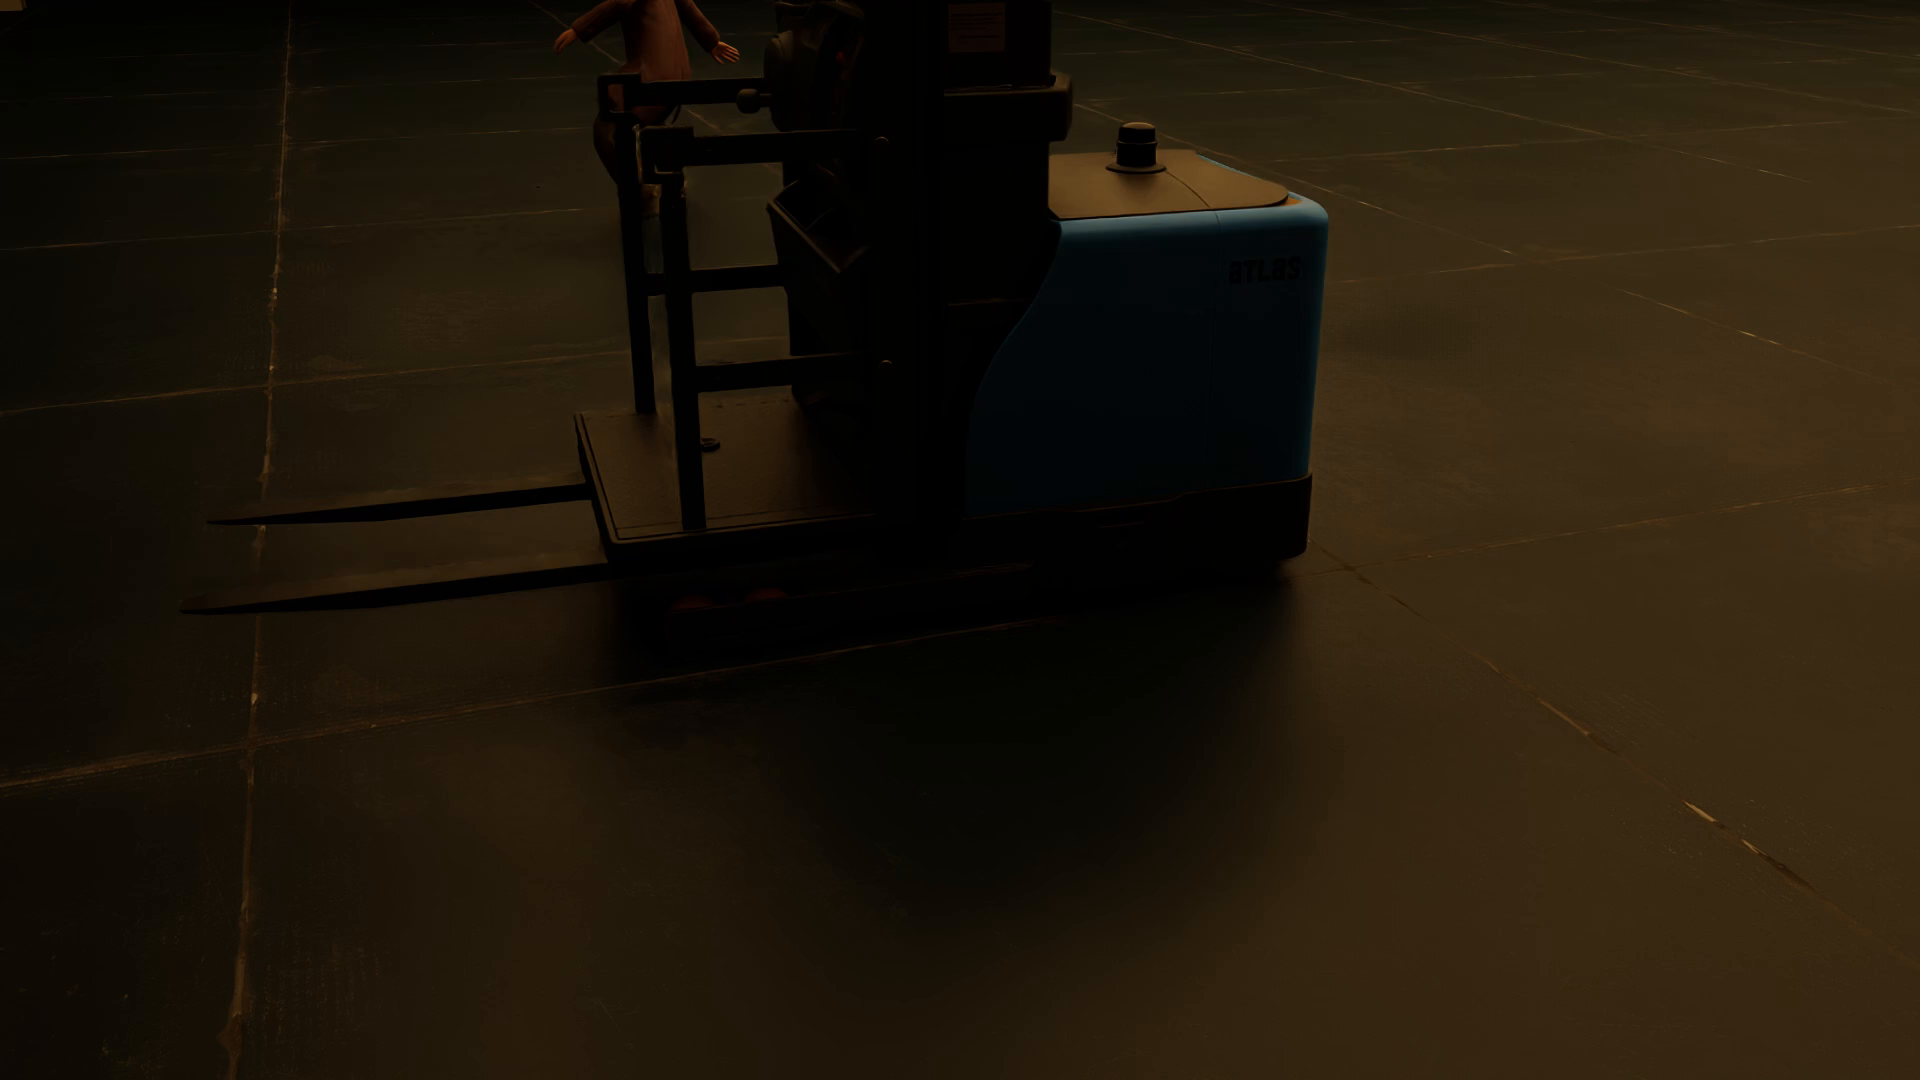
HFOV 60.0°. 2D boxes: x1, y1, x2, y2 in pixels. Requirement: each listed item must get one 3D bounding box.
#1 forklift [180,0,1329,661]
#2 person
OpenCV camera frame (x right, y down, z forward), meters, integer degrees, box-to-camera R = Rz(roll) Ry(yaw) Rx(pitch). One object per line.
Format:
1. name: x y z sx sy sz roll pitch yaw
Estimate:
1. forklift: -0.567 -1.265 4.306 3.031 2.935 1.130 -7 24 -16
2. person: -1.714 -2.567 9.250 0.592 1.727 1.155 7 24 16
